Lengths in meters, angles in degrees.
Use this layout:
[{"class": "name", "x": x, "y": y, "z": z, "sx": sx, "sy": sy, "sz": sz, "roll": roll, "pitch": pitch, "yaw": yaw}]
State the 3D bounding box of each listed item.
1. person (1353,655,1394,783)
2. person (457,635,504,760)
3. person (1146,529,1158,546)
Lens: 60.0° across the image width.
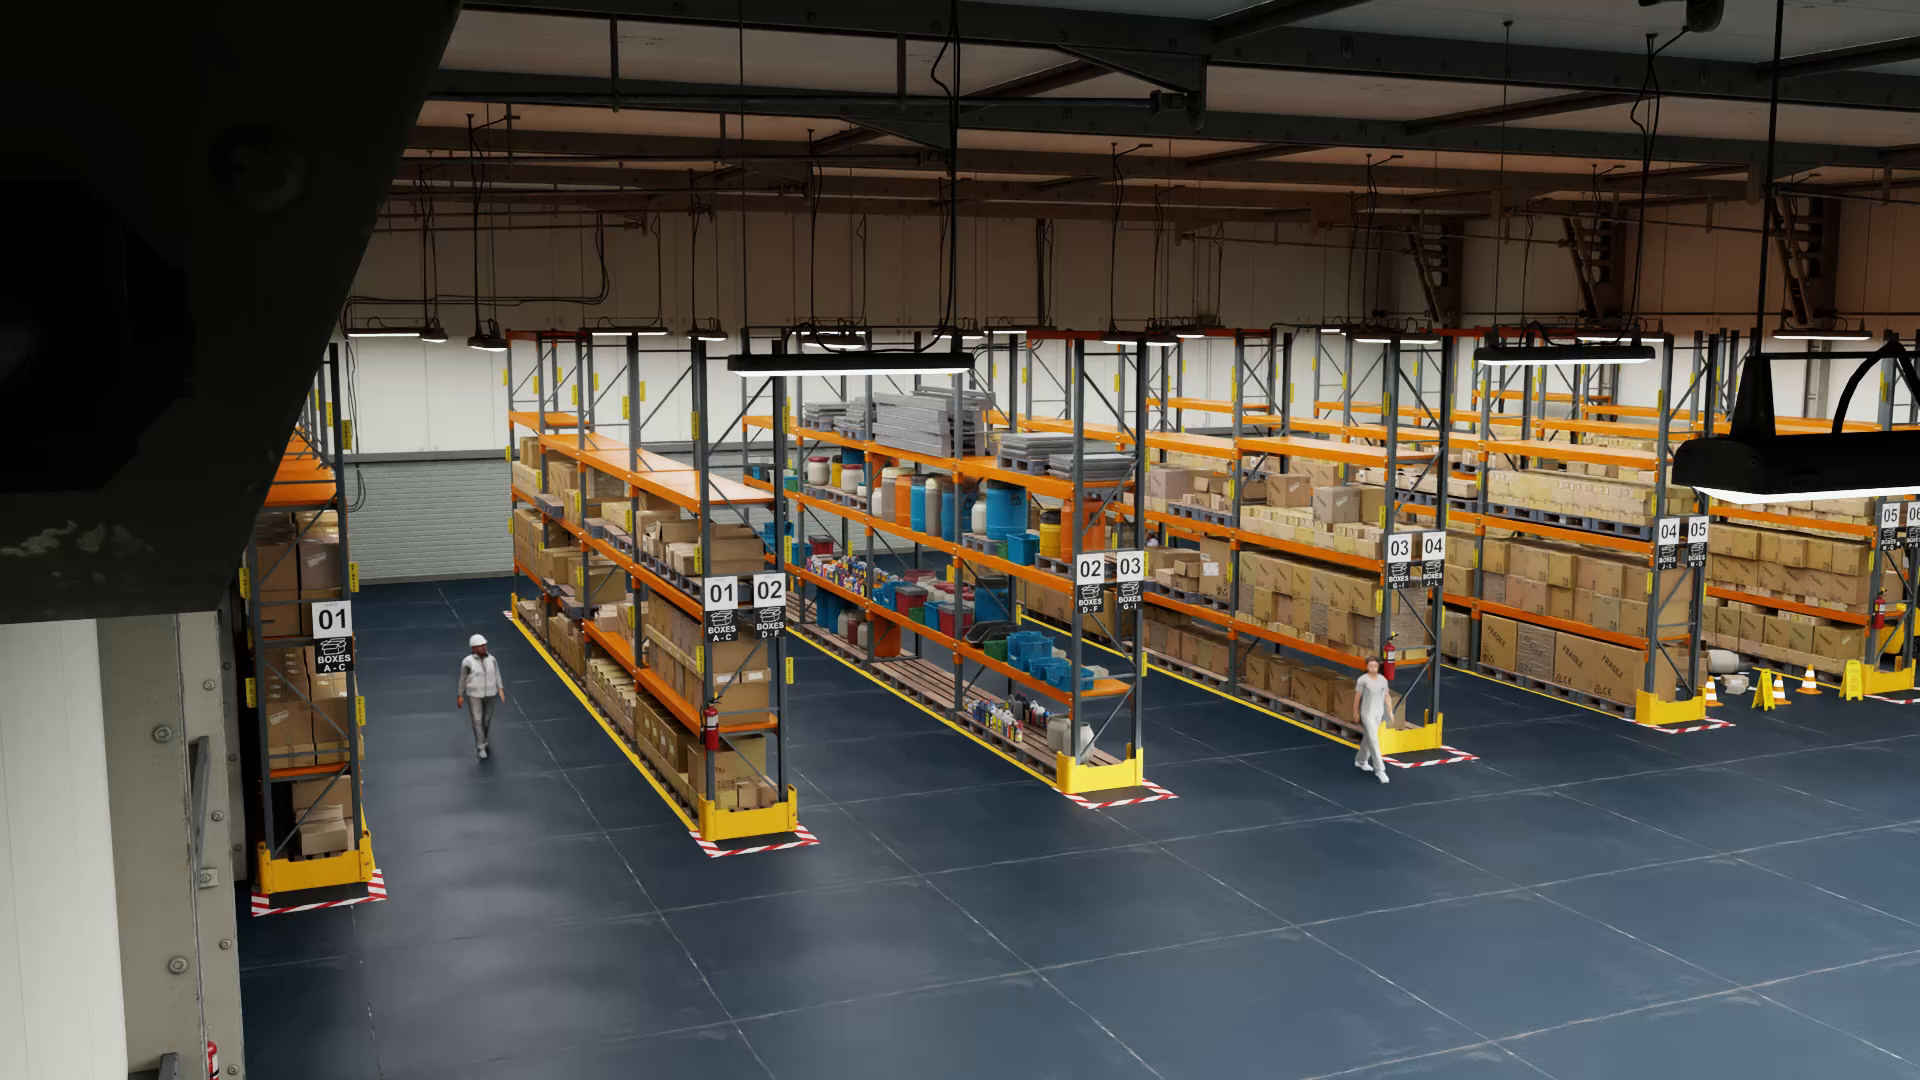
[{"class": "person", "x": 5.698, "y": 2.411, "z": 22.788, "sx": 0.470, "sy": 1.652, "sz": 0.836, "roll": -3, "pitch": 8, "yaw": -22}, {"class": "person", "x": -6.881, "y": 2.211, "z": 23.897, "sx": 0.617, "sy": 1.704, "sz": 1.058, "roll": -5, "pitch": 9, "yaw": -32}, {"class": "person", "x": 4.197, "y": 0.588, "z": 36.269, "sx": 0.453, "sy": 1.648, "sz": 0.536, "roll": 5, "pitch": 9, "yaw": 30}]
